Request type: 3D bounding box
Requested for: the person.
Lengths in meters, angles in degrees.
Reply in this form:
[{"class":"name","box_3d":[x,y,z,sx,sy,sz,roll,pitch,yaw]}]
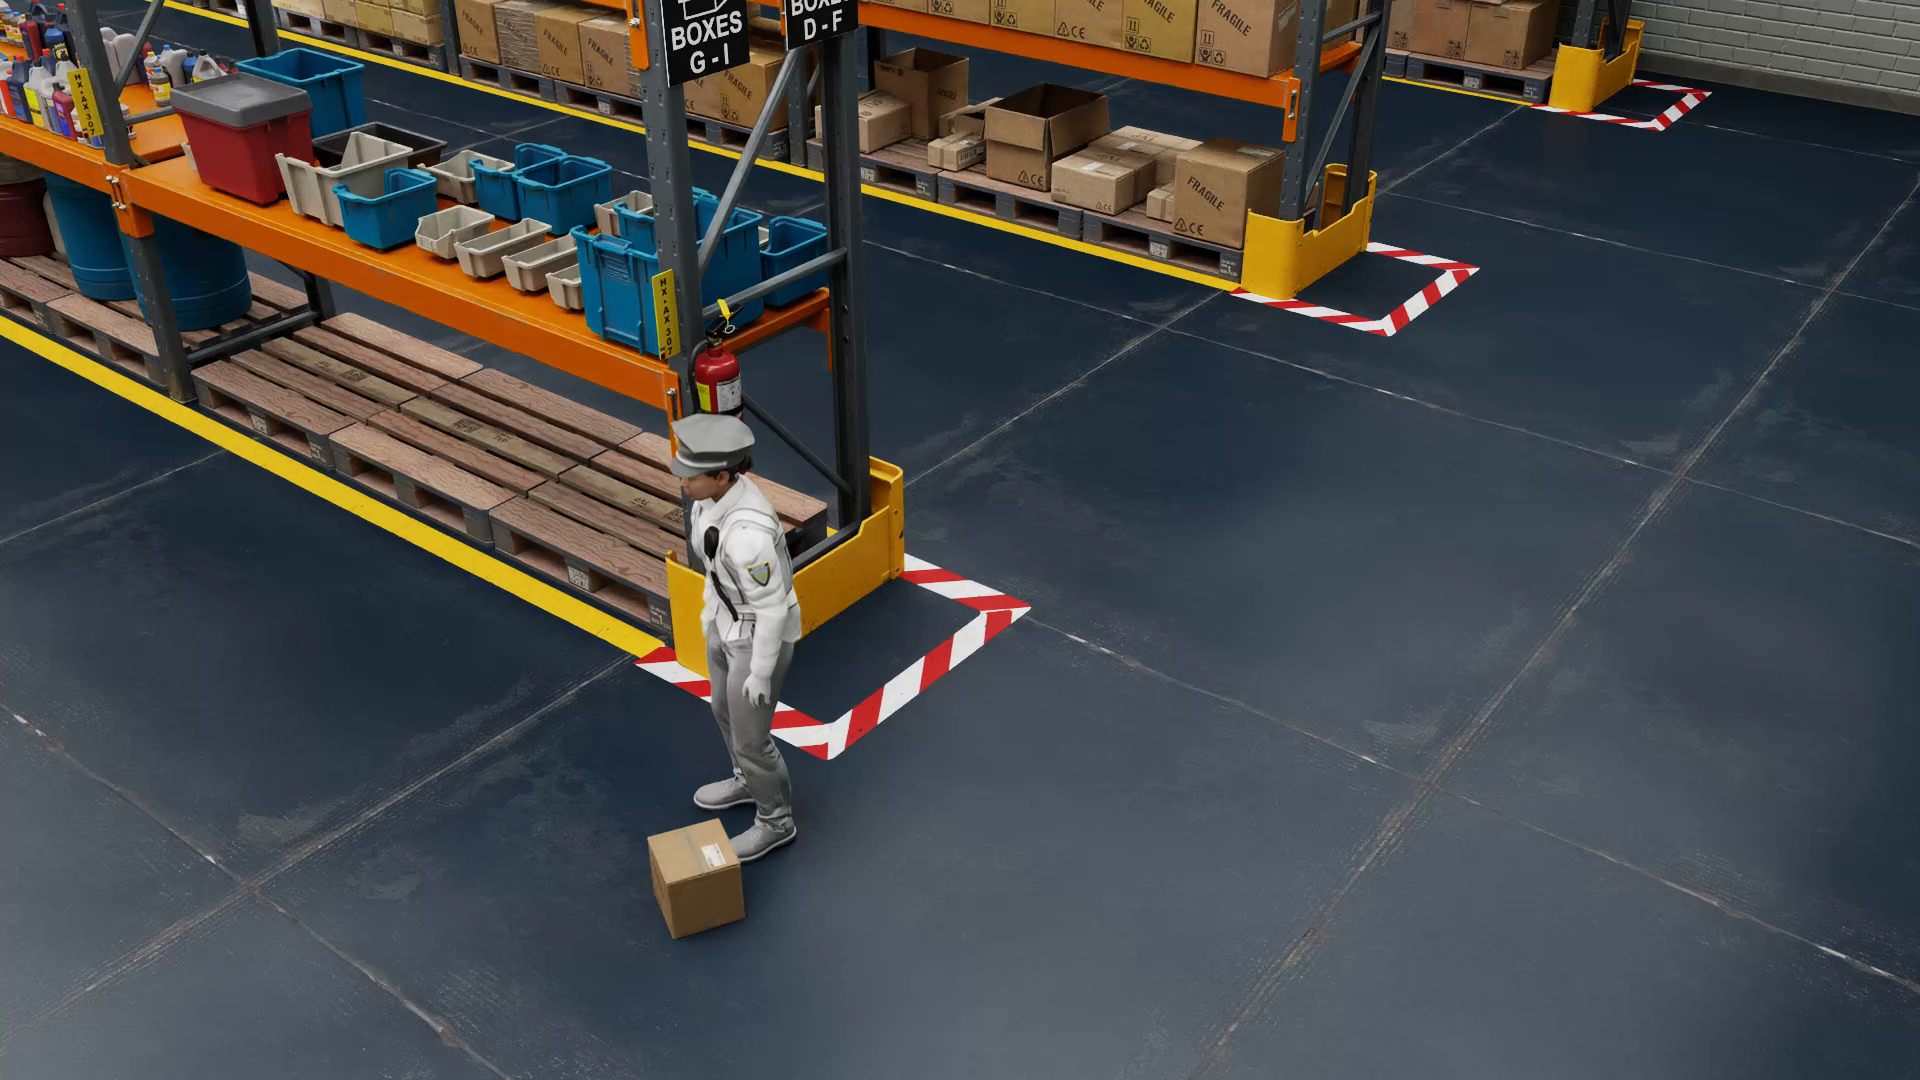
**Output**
[{"class":"person","box_3d":[-0.733,0.331,5.580,0.376,1.662,0.544,-14,34,-22]}]
